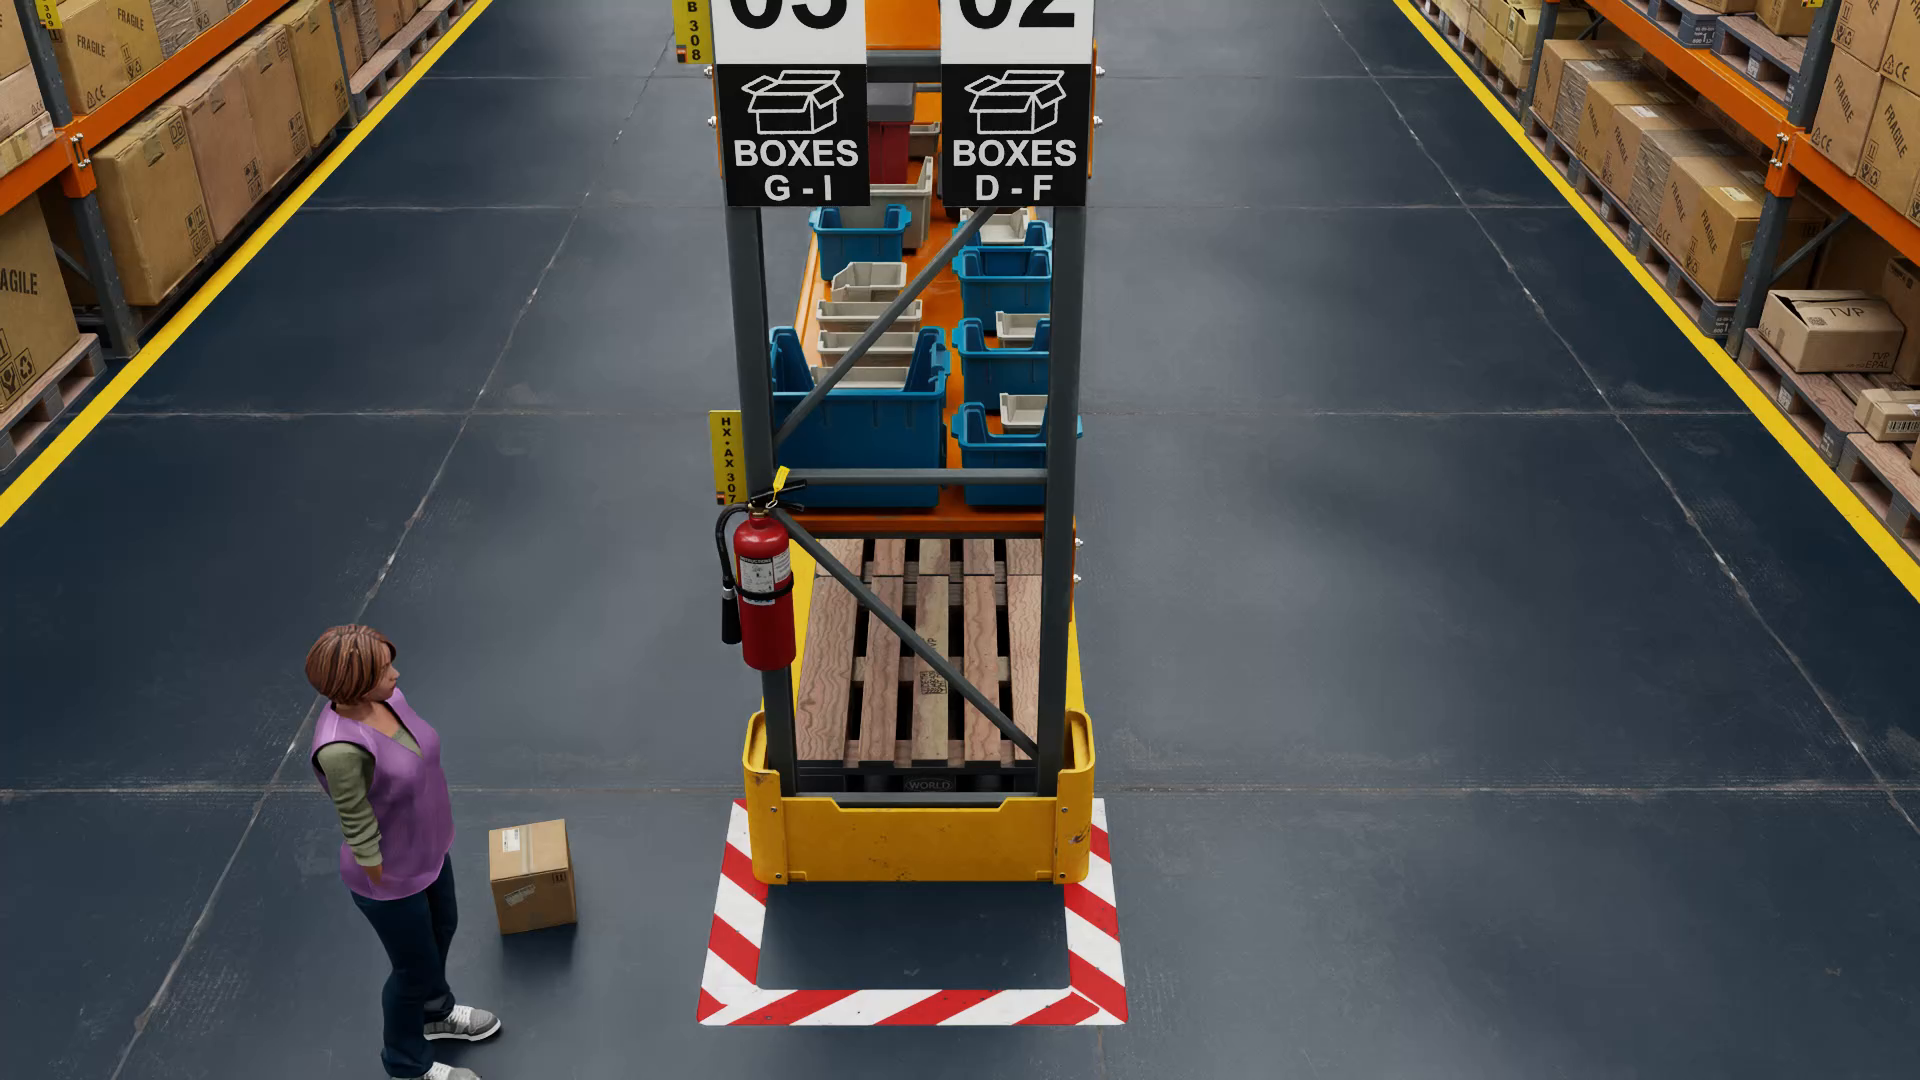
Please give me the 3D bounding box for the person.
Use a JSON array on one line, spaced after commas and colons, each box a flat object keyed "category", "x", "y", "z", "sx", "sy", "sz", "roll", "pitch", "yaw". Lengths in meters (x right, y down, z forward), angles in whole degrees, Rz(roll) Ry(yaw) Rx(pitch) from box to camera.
[{"category": "person", "x": -1.578, "y": 0.902, "z": 4.704, "sx": 0.309, "sy": 1.597, "sz": 0.405, "roll": 1, "pitch": 32, "yaw": 1}]
